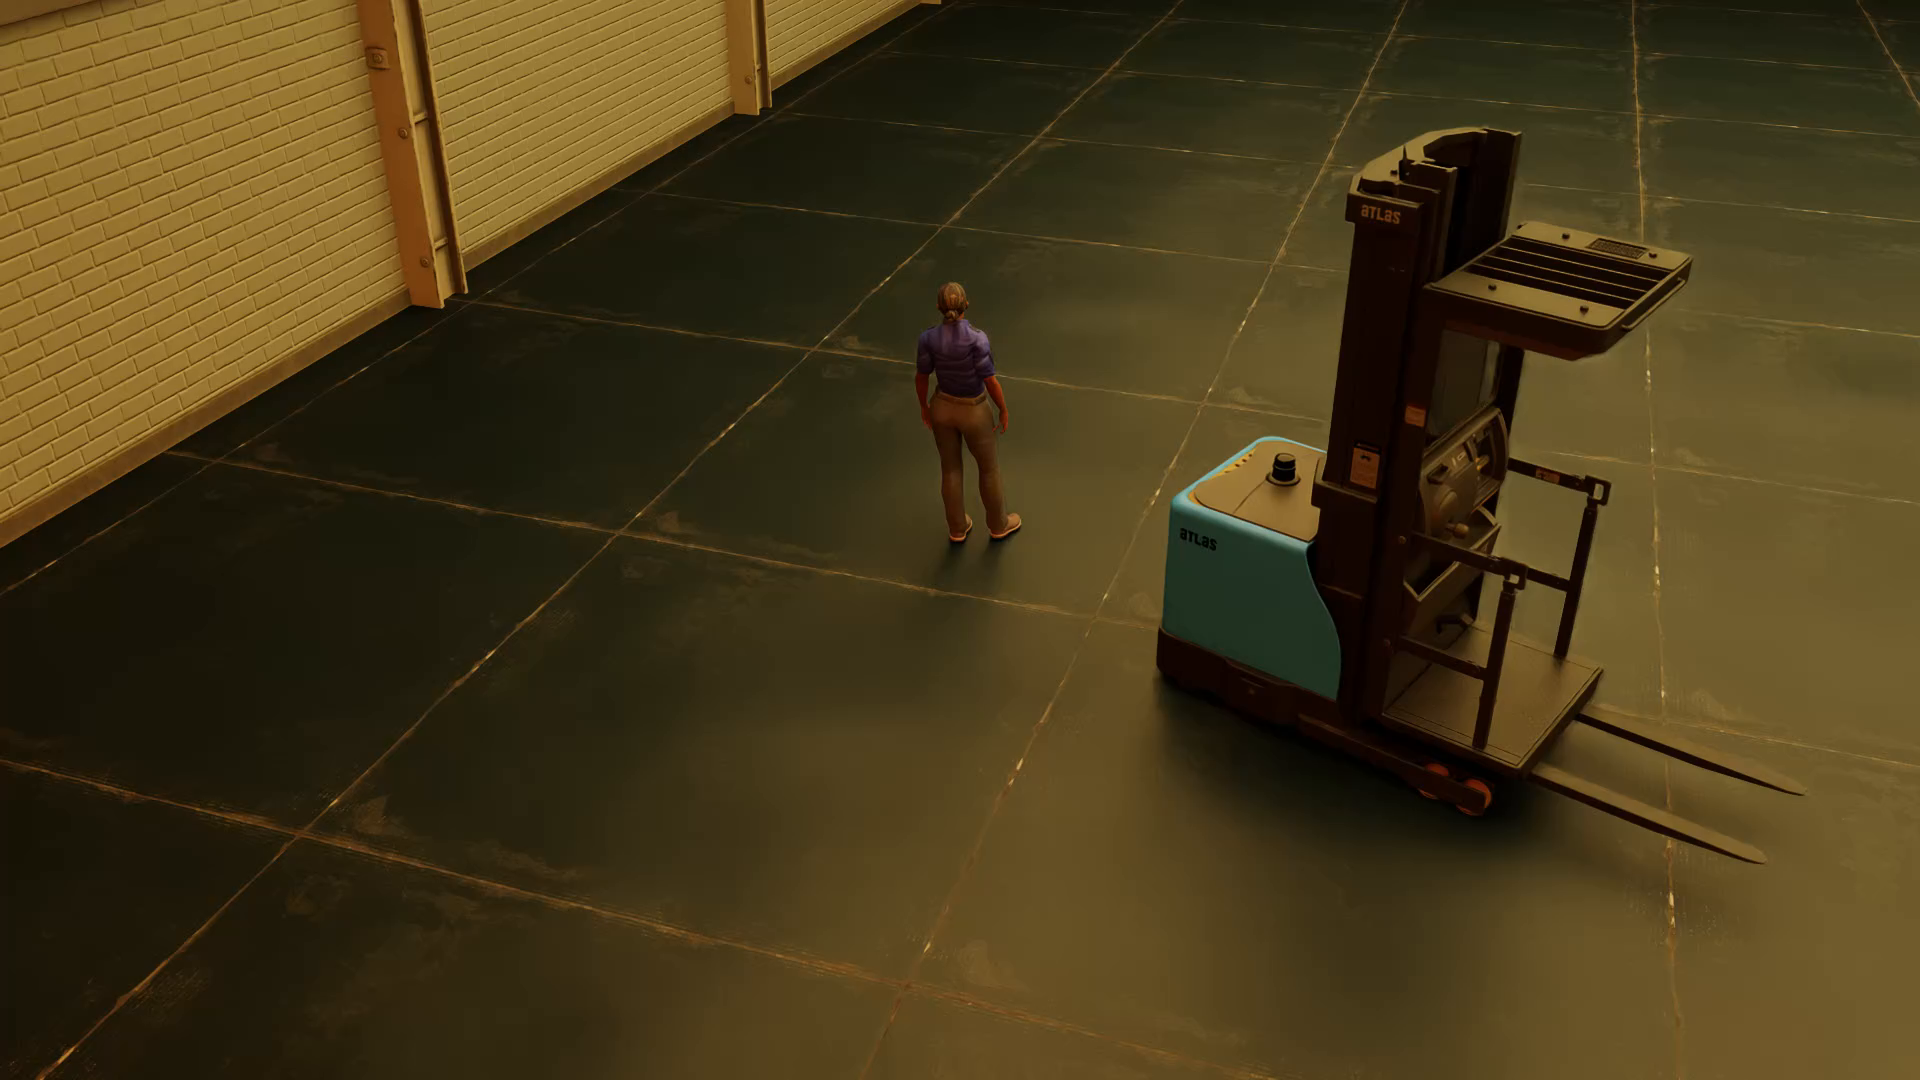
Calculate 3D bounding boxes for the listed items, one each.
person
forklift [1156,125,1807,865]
[{"bbox_3d":[0.047,-0.763,9.749,0.569,1.654,0.504,10,31,16],"label":"person"},{"bbox_3d":[2.503,-0.277,7.623,3.031,2.935,1.130,22,36,33],"label":"forklift"}]
